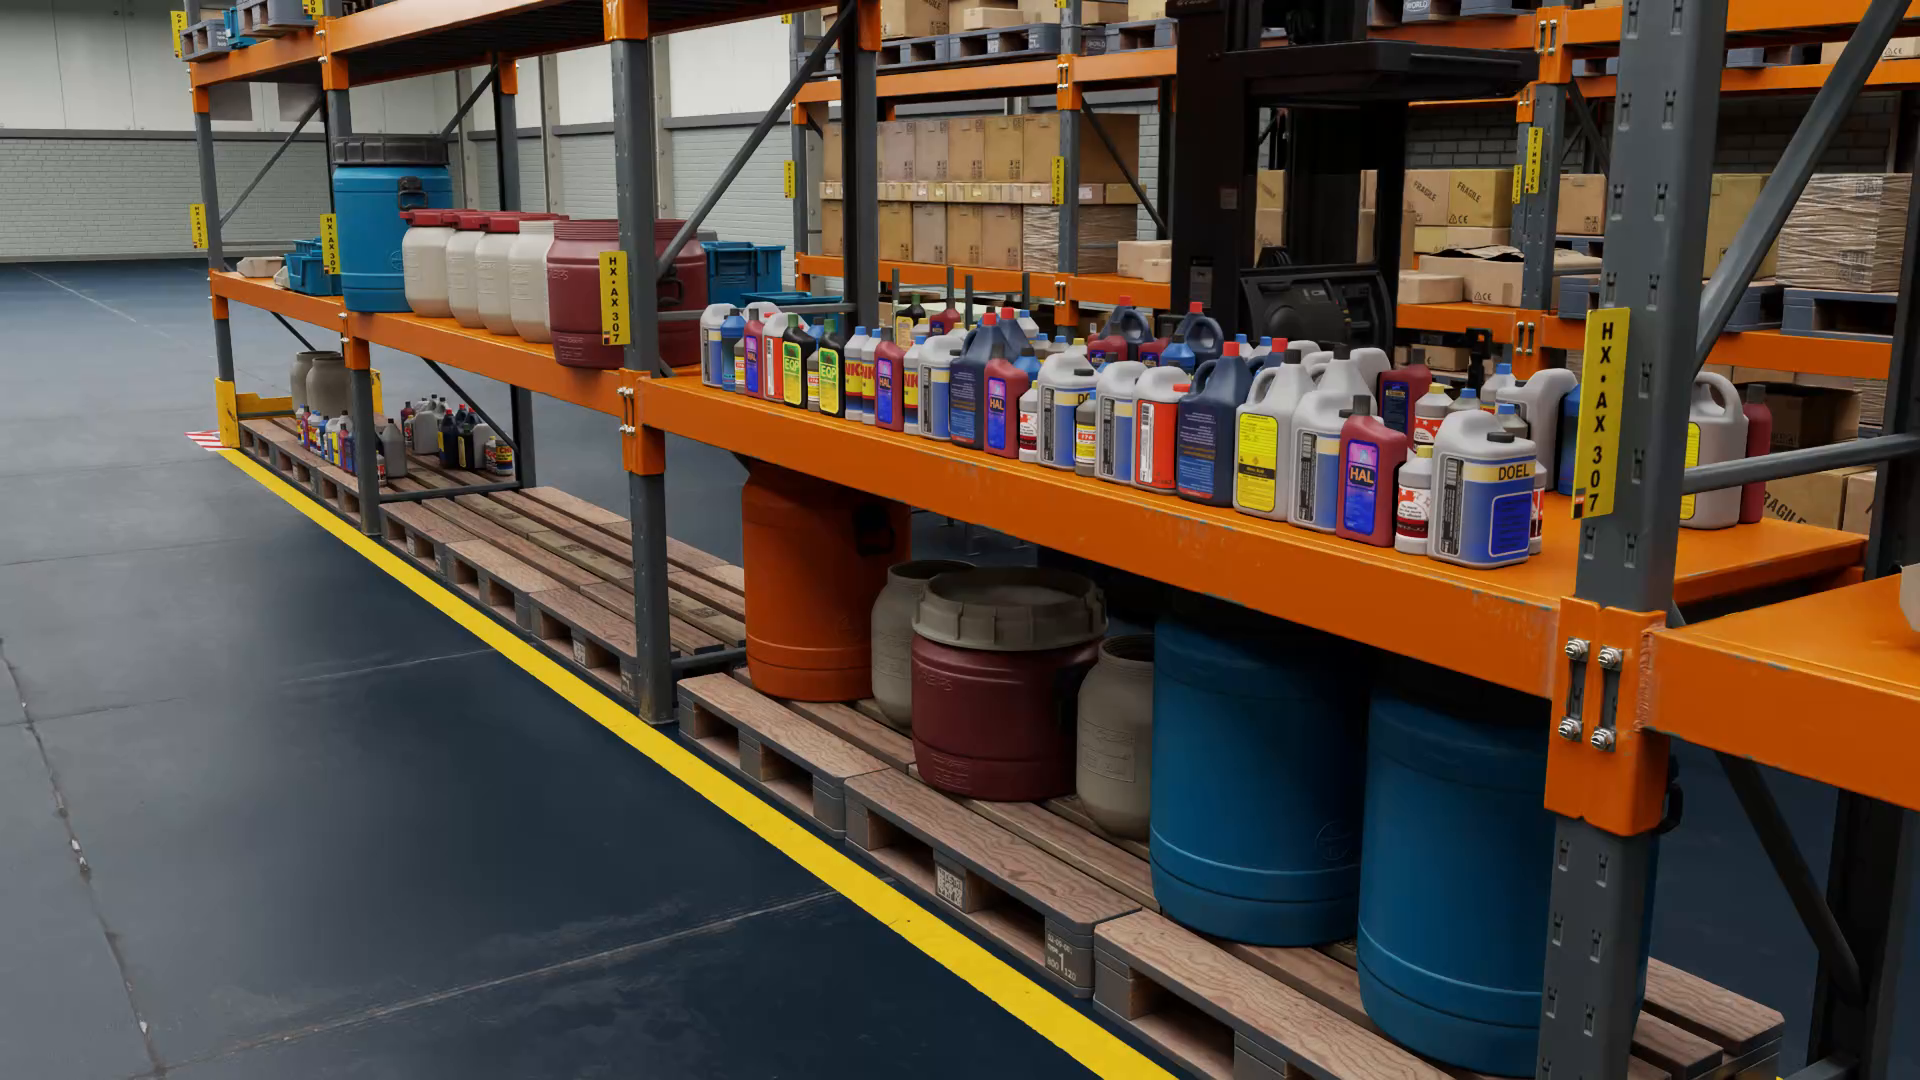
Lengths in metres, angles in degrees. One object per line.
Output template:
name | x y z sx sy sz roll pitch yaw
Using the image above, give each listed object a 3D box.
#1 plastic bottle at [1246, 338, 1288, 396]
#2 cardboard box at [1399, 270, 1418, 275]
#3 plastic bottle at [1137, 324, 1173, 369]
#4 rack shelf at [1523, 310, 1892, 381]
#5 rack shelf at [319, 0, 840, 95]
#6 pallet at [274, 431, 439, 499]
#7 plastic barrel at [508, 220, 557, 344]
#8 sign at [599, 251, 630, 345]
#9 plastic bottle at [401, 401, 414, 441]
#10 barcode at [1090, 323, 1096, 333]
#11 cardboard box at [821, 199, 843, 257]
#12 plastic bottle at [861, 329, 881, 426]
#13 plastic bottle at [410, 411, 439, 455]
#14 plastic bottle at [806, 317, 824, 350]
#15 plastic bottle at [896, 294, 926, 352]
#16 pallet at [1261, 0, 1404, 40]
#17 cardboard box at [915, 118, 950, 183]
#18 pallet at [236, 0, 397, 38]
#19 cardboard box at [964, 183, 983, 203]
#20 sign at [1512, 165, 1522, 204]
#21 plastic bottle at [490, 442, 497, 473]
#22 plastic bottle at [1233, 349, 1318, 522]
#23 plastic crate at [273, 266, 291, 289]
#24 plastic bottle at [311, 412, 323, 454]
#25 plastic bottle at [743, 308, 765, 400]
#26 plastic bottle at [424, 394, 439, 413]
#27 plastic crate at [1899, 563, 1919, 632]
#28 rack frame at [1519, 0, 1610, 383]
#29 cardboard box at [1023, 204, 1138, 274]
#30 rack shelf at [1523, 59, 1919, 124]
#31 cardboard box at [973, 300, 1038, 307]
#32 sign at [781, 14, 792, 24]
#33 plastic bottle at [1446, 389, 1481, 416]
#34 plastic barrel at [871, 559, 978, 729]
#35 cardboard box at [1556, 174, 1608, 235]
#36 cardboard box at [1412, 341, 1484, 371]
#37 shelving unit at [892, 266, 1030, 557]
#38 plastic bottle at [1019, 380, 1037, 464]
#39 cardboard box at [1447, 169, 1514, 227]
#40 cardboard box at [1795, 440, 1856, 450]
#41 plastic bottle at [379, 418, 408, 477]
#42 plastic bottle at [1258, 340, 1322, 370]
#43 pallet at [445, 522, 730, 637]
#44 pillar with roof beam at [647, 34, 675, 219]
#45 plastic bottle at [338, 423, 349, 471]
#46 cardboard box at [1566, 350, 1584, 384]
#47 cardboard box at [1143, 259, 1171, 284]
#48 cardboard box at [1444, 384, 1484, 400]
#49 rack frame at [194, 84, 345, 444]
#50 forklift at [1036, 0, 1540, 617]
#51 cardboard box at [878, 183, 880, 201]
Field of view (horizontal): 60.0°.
plastic bottle | 0.692 -0.276 3.720 0.144 0.351 0.185 -8 15 -33
cardboard box | 2.612 -1.520 9.881 0.380 0.149 0.250 -7 14 -29
plastic bottle | 0.578 -0.492 4.862 0.061 0.283 0.133 -8 15 -33
rack shelf | 4.474 -0.716 7.297 1.077 0.370 4.000 -8 15 -33
rack shelf | -1.868 -2.307 7.552 1.077 0.370 4.000 -8 15 -33
pallet | -3.993 -0.528 11.282 1.003 0.211 1.213 -8 15 -33
plastic barrel | -1.741 -1.124 7.221 0.421 0.512 0.421 0 12 0
sign | -1.214 -0.851 5.848 0.100 0.325 0.005 -8 15 -33
plastic bottle | -3.781 -0.812 11.384 0.061 0.283 0.133 -8 15 -33
barcode | 0.944 -1.502 11.785 0.001 0.075 0.075 -8 15 -33
cardboard box | -0.819 -2.810 14.956 0.700 0.500 0.500 -8 15 -33
plastic bottle | -0.236 -0.471 4.795 0.097 0.271 0.097 0 12 0
plastic bottle | -3.527 -0.713 10.946 0.152 0.276 0.135 -8 15 -33
plastic bottle | -0.441 -0.560 5.203 0.097 0.271 0.097 0 12 0
plastic bottle | -0.180 -0.759 6.083 0.061 0.283 0.133 -8 15 -33
pallet | 2.293 -3.105 9.958 1.003 0.211 1.213 -7 14 -30
cardboard box | 0.064 -3.163 13.533 0.700 0.500 0.500 -8 15 -33
pallet | -3.457 -3.039 9.656 1.213 0.211 1.003 -8 15 -33
cardboard box | 0.258 -2.704 12.954 0.380 0.149 0.250 -8 15 -33
sign | 4.824 -3.079 14.392 0.100 0.325 0.005 -8 15 -33
plastic bottle | -2.844 -0.523 10.253 0.097 0.201 0.097 0 12 0
plastic bottle | 0.675 -0.227 3.492 0.144 0.351 0.185 -8 15 -33
plastic crate | -4.086 -1.679 10.634 0.530 0.136 0.437 -8 15 -33
plastic bottle | -4.202 -0.704 10.916 0.097 0.271 0.097 0 12 0
plastic bottle | -0.645 -0.601 5.363 0.061 0.283 0.133 -8 15 -33
plastic bottle | -3.521 -0.804 11.190 0.144 0.351 0.185 -7 14 -30
plastic crate | 1.595 0.073 2.482 0.396 0.136 0.243 -8 15 -33
rack frame | 3.366 -1.423 8.847 1.000 3.000 0.127 -8 15 -33
cardboard box | 0.899 -2.261 12.447 0.700 0.500 0.500 -9 15 -34
rack shelf | 6.380 -3.480 12.914 1.077 0.370 4.000 -8 15 -33
cardboard box | 0.321 -1.749 14.034 0.500 0.500 0.500 -8 15 -33
sign | -1.532 -4.712 14.635 0.100 0.325 0.005 -8 15 -33
plastic bottle | 1.219 -0.262 4.006 0.097 0.201 0.097 0 12 0
plastic barrel | -0.087 0.348 5.591 0.421 0.512 0.421 0 12 0
cardboard box | 5.525 -2.891 14.294 0.700 0.500 0.500 -8 15 -33
cardboard box | 4.663 -1.895 15.827 0.500 0.500 0.500 -9 16 -37
shelving unit | -0.004 -0.734 9.207 0.431 1.500 0.755 -8 15 -33
plastic bottle | 0.197 -0.298 4.168 0.097 0.201 0.097 0 12 0
cardboard box | 4.752 -3.072 14.935 0.500 0.500 0.500 -8 15 -33
cardboard box | 4.366 -0.186 8.013 0.500 0.500 0.500 -9 15 -35
plastic bottle | -3.453 -0.567 10.104 0.144 0.351 0.185 -8 15 -33
plastic bottle | 0.876 -0.399 4.454 0.152 0.276 0.135 -8 15 -33
pallet | -1.829 0.166 8.109 1.003 0.211 1.213 -8 15 -33
pillar with roof beam | -9.393 -9.033 29.604 9.100 9.000 0.400 -8 15 -33
plastic bottle | -3.804 -0.575 10.299 0.061 0.283 0.133 -7 14 -29
cardboard box | 5.693 -1.586 14.415 0.700 0.500 0.500 -8 14 -31
cardboard box | 1.470 -1.830 11.296 0.380 0.149 0.250 -8 15 -33
cardboard box | 3.022 -0.779 10.044 0.500 0.311 0.500 -9 15 -34
rack frame | -5.192 -2.260 12.675 1.000 3.000 0.127 -8 15 -33
forklift | 1.685 -0.993 7.044 1.130 2.935 3.031 -10 16 -38
cardboard box | -0.605 -2.980 14.214 0.380 0.149 0.250 -8 15 -34
